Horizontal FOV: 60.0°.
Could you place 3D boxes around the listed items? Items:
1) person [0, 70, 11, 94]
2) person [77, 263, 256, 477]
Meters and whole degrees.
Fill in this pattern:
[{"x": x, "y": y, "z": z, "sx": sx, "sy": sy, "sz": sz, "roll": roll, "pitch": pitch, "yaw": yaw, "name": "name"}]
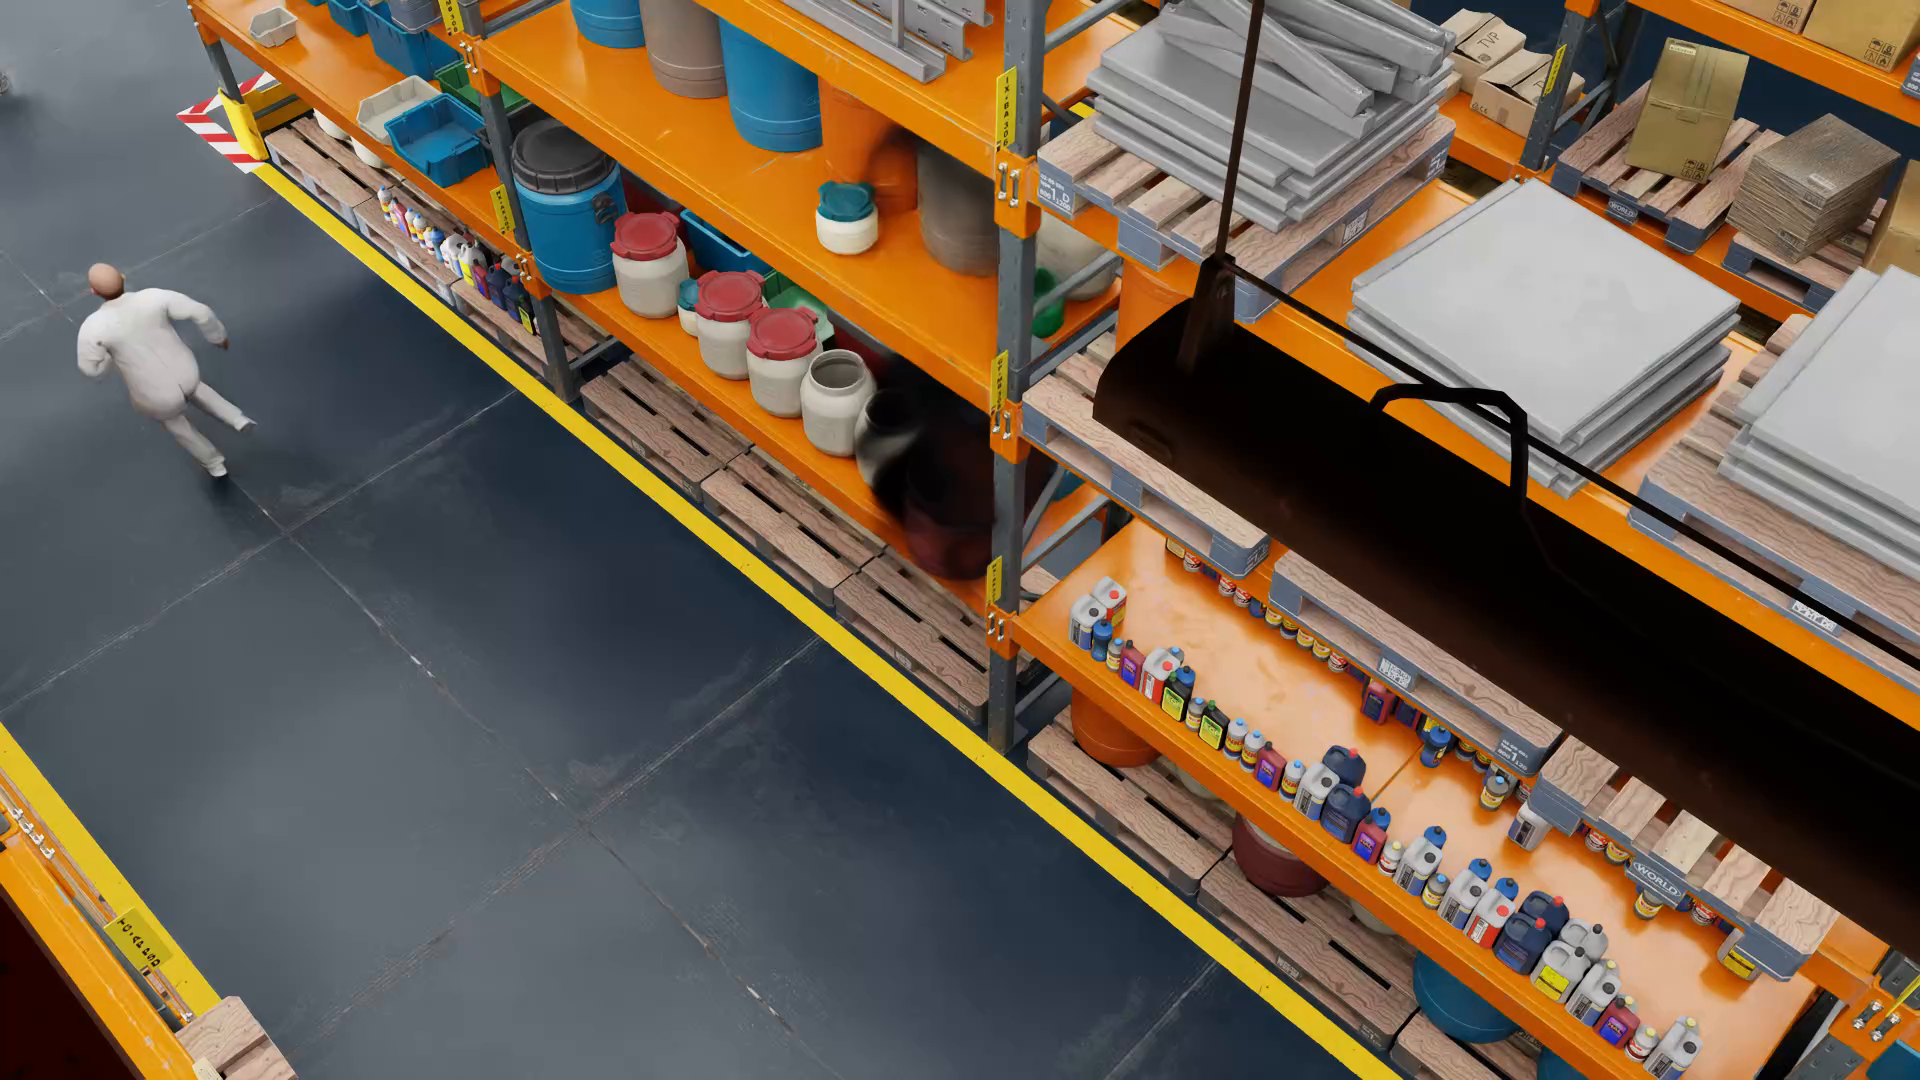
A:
[{"x": -8.037, "y": -4.038, "z": 12.664, "sx": 0.920, "sy": 1.764, "sz": 0.675, "roll": -16, "pitch": 52, "yaw": -13, "name": "person"}, {"x": -4.869, "y": -1.020, "z": 10.151, "sx": 0.554, "sy": 1.725, "sz": 0.819, "roll": 27, "pitch": 55, "yaw": 21, "name": "person"}]
